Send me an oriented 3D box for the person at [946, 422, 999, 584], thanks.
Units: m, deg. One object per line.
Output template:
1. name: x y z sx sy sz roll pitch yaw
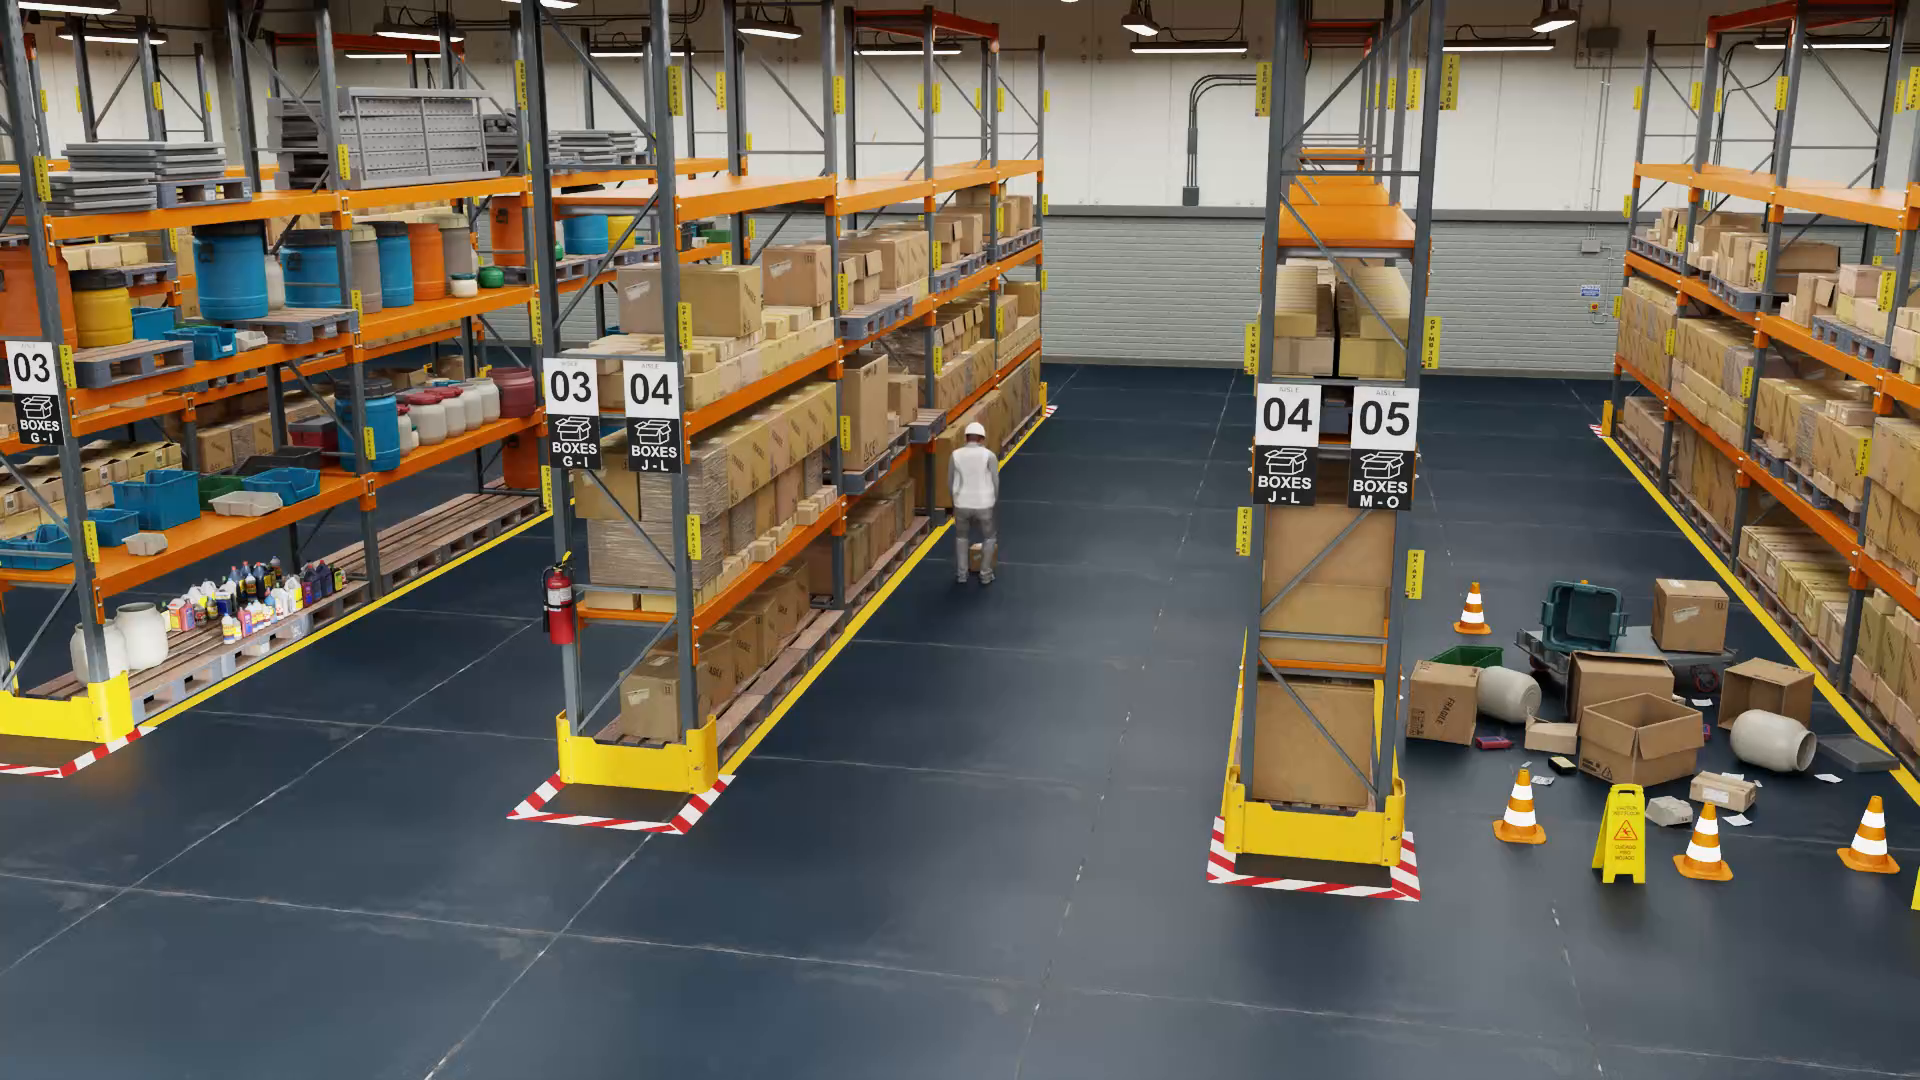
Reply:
1. person: 0.135 -0.389 17.632 0.567 1.695 0.516 3 15 13
